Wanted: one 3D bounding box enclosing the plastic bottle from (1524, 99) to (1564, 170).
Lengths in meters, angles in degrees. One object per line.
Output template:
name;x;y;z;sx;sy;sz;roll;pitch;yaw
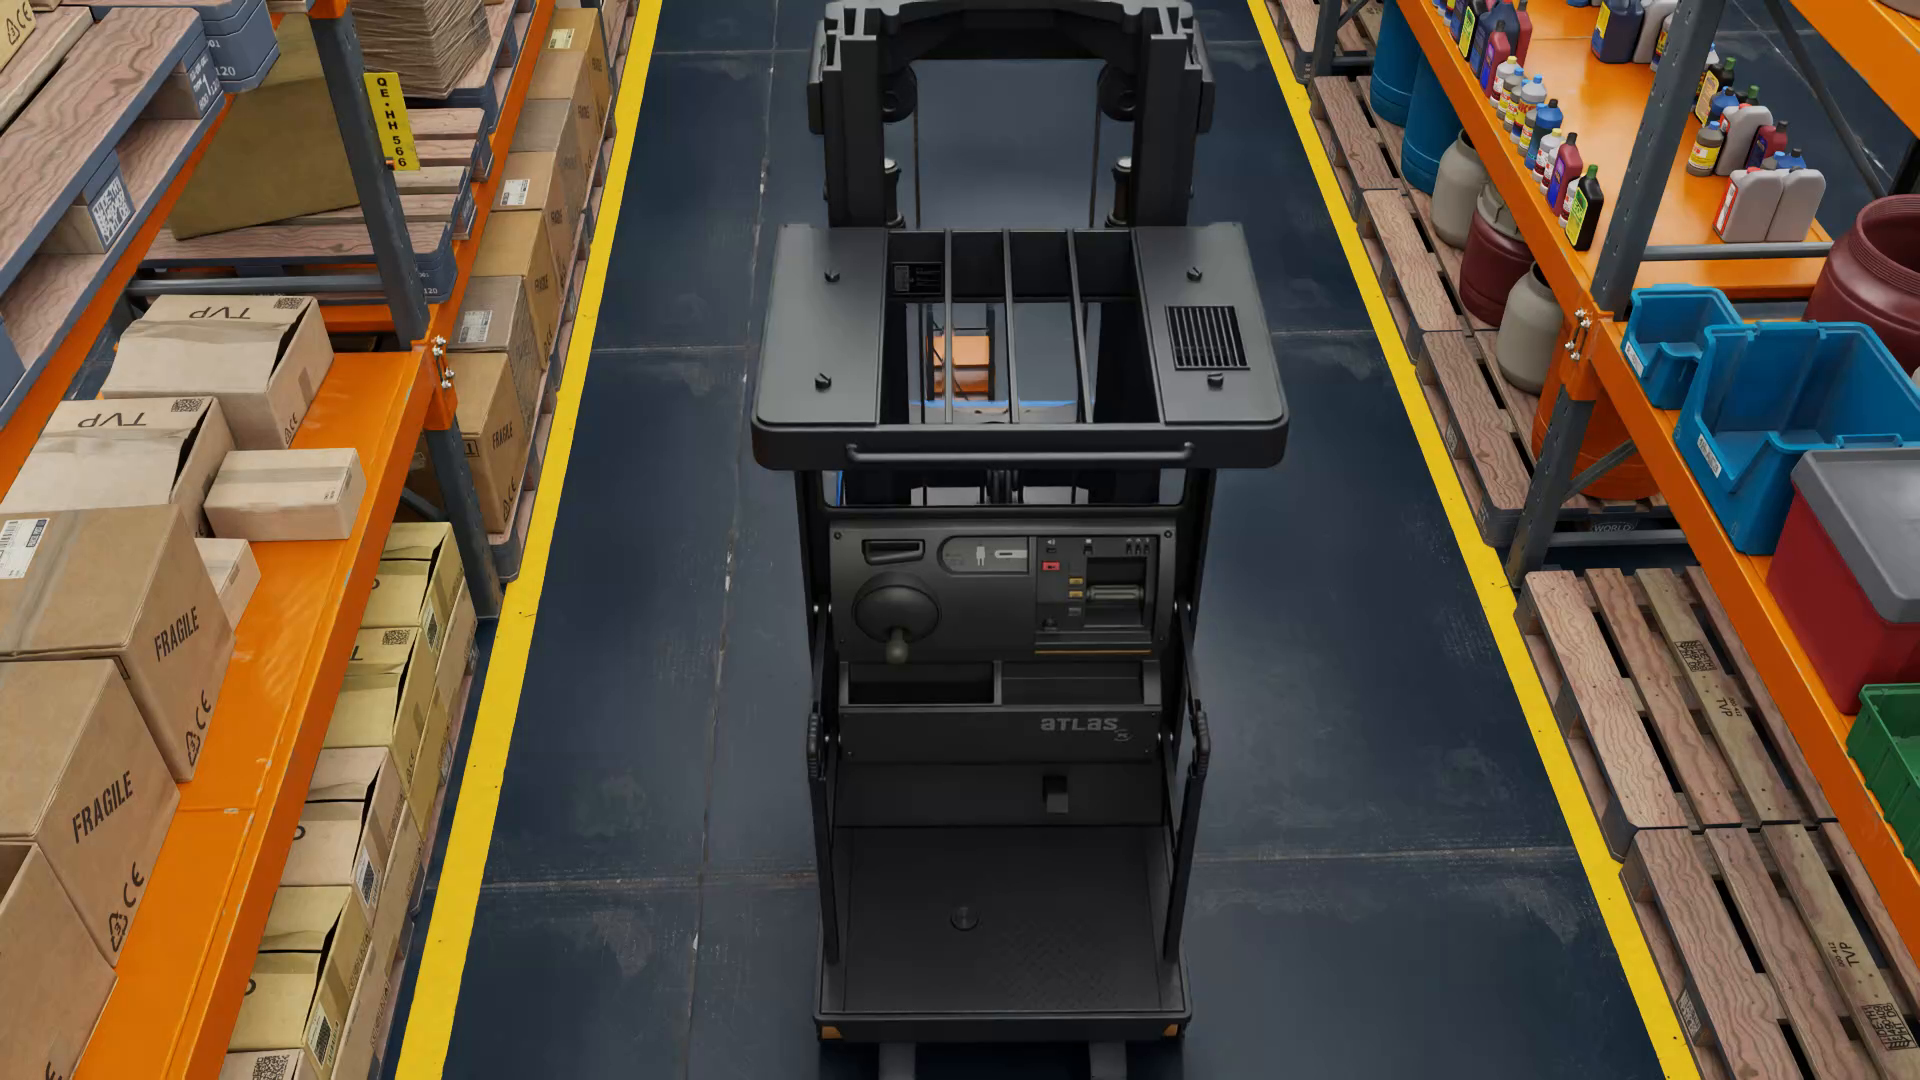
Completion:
plastic bottle;2.221;-1.543;6.308;0.097;0.271;0.097;0;43;0

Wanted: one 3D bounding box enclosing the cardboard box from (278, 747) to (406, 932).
cardboard box;-1.965;0.866;4.894;0.500;0.311;0.500;-2;43;-2

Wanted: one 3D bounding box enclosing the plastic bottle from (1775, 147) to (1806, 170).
plastic bottle;2.996;-1.297;6.040;0.097;0.271;0.097;0;43;0

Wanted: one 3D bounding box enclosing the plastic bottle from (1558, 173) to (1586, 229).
plastic bottle;2.239;-1.230;6.018;0.097;0.201;0.097;0;43;0

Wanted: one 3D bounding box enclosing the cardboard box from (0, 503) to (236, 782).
cardboard box;-2.193;0.272;4.160;0.500;0.500;0.500;-4;43;-4

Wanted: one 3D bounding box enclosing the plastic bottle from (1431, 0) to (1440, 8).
plastic bottle;2.187;-2.513;7.364;0.152;0.276;0.135;-2;43;-2

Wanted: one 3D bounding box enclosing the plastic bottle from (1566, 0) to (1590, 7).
plastic bottle;2.767;-2.509;7.363;0.097;0.271;0.097;0;43;0

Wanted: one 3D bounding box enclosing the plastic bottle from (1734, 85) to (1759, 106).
plastic bottle;2.994;-1.626;6.390;0.061;0.283;0.133;-2;43;-2

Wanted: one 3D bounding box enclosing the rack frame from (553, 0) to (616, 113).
rack frame;-2.450;-3.524;8.375;1.000;3.000;0.127;-2;43;-2

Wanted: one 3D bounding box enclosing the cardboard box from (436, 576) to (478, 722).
cardboard box;-2.014;0.383;5.836;0.500;0.250;0.500;-1;43;-1

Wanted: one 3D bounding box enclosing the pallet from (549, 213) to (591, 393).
pallet;-2.323;-1.123;7.819;1.003;0.211;1.213;-2;43;-2

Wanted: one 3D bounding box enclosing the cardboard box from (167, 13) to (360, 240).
cardboard box;-2.420;-1.437;5.714;0.700;0.500;0.500;-15;45;-16

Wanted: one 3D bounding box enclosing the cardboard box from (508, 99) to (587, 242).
cardboard box;-2.109;-1.768;7.983;0.500;0.500;0.500;-1;43;-1

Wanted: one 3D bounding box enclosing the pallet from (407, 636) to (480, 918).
pallet;-2.284;0.761;5.764;1.003;0.211;1.213;-2;43;-2

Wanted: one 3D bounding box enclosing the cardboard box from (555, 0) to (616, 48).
cardboard box;-2.252;-2.985;9.451;0.500;0.311;0.500;-2;43;-2

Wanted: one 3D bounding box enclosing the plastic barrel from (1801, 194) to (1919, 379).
plastic barrel;2.991;-0.709;5.203;0.600;0.536;0.708;-2;43;-2

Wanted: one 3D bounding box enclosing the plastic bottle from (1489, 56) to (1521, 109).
plastic bottle;2.200;-1.845;6.690;0.097;0.201;0.097;0;43;0

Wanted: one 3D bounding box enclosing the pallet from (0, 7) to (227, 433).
pallet;-2.112;-0.650;3.159;1.003;0.211;1.213;0;43;0

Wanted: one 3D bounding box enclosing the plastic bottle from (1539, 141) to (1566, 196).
plastic bottle;2.229;-1.385;6.188;0.097;0.201;0.097;0;43;0

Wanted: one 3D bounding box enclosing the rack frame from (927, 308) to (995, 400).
rack frame;0.005;-0.371;6.267;0.240;1.200;0.006;-2;43;-2

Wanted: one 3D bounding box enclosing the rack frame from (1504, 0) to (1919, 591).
rack frame;2.669;-0.963;5.581;1.000;3.000;0.127;-2;43;-2

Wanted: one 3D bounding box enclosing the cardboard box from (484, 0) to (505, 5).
cardboard box;-2.313;-2.525;6.900;0.700;0.500;0.500;-12;44;-13

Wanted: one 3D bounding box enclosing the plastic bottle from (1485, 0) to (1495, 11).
plastic bottle;2.224;-2.170;6.983;0.061;0.283;0.133;-2;43;-2

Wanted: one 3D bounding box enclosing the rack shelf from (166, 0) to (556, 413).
rack shelf;-2.365;-1.909;7.145;1.077;0.370;4.000;-2;43;-2

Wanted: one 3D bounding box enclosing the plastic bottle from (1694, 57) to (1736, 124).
plastic bottle;2.984;-1.782;6.560;0.061;0.283;0.133;-2;43;-2

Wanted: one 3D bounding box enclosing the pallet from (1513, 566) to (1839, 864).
pallet;2.663;0.589;5.952;1.003;0.211;1.213;-2;43;-2

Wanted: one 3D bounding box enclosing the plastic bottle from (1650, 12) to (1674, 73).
plastic bottle;2.947;-2.076;6.890;0.097;0.271;0.097;0;43;0

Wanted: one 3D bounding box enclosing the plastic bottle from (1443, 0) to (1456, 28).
plastic bottle;2.169;-2.367;7.207;0.097;0.271;0.097;0;43;0

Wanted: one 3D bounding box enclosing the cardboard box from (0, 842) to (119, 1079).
cardboard box;-2.149;0.965;3.403;0.500;0.500;0.500;1;43;1

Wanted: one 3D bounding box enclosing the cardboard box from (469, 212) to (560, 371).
cardboard box;-2.058;-1.072;7.224;0.500;0.500;0.500;-2;43;-2

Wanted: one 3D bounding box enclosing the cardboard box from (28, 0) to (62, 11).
cardboard box;-2.164;-1.371;3.606;0.500;0.250;0.500;-1;43;-1

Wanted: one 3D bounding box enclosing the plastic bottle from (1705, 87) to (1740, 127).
plastic bottle;2.915;-1.607;6.379;0.097;0.271;0.097;0;43;0

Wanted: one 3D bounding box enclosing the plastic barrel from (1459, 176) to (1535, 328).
plastic barrel;2.583;-1.322;7.446;0.600;0.588;0.708;-2;43;-2

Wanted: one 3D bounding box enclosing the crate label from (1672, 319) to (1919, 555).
crate label;2.441;-0.298;4.829;0.502;0.435;0.616;-2;43;-2

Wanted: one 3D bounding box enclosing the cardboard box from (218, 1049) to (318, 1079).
cardboard box;-1.918;1.555;4.143;0.500;0.311;0.500;-3;43;-3

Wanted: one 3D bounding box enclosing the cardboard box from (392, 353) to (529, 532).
cardboard box;-2.014;-0.380;6.469;0.500;0.500;0.500;0;43;0

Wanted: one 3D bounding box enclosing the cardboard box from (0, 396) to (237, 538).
cardboard box;-2.436;-0.182;4.794;0.500;0.311;0.500;-2;43;-2

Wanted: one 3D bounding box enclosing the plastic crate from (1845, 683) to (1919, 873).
plastic crate;2.483;0.647;3.981;0.450;0.188;0.662;-2;43;-2

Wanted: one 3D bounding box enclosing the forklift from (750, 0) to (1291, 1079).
forklift;0.119;0.224;4.337;1.130;2.935;3.031;0;43;0

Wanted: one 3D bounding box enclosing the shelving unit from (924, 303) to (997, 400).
shelving unit;0.001;-0.433;6.334;0.258;1.200;0.189;-2;43;-2

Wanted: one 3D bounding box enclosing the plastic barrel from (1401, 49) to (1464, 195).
plastic barrel;2.535;-2.199;8.172;0.600;0.901;0.708;-2;43;-2

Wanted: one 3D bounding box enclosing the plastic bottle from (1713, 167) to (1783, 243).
plastic bottle;2.821;-1.215;5.947;0.152;0.276;0.135;-2;43;-2

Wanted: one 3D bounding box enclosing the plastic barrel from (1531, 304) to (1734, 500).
plastic barrel;2.631;-0.648;6.532;0.600;0.830;0.708;-2;43;-2

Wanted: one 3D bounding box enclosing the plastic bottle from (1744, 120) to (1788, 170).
plastic bottle;3.005;-1.445;6.193;0.061;0.283;0.133;-2;43;-2

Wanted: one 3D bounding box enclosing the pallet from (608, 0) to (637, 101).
pallet;-2.478;-2.960;9.823;1.003;0.211;1.213;-2;43;-2

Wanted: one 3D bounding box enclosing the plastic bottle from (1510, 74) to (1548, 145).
plastic bottle;2.212;-1.674;6.452;0.097;0.271;0.097;0;43;0

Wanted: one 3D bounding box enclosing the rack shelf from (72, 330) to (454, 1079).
rack shelf;-2.195;0.792;4.199;1.077;0.370;4.000;-2;43;-2

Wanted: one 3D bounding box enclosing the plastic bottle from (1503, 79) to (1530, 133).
plastic bottle;2.208;-1.714;6.547;0.097;0.201;0.097;0;43;0

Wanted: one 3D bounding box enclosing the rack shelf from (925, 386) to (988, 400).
rack shelf;0.001;-0.488;6.283;0.258;0.103;0.180;-2;43;-2

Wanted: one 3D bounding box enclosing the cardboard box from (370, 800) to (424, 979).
cardboard box;-1.970;1.071;5.086;0.500;0.250;0.500;-1;43;-1

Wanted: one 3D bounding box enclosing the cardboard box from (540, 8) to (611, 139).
cardboard box;-2.143;-2.440;8.716;0.500;0.500;0.500;-2;43;-2

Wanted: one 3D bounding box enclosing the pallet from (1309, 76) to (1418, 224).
pallet;2.490;-2.114;8.900;1.003;0.211;1.213;-2;43;-2

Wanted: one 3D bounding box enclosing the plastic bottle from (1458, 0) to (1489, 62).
plastic bottle;2.163;-2.168;6.981;0.061;0.283;0.133;-2;43;-2

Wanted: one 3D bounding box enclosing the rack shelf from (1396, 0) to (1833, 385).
rack shelf;2.584;-2.048;7.297;1.077;0.370;4.000;-2;43;-2

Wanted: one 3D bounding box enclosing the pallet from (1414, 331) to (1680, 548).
pallet;2.594;-0.467;7.103;1.003;0.211;1.213;-2;43;-2

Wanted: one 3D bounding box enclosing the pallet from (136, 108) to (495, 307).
pallet;-2.379;-1.209;5.991;1.213;0.211;1.003;-2;43;-2

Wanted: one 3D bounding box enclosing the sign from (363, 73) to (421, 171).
sign;-1.726;-1.269;5.057;0.100;0.325;0.005;-2;43;-2

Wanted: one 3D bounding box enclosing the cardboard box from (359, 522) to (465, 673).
cardboard box;-2.012;0.175;5.649;0.500;0.311;0.500;-1;43;-1
